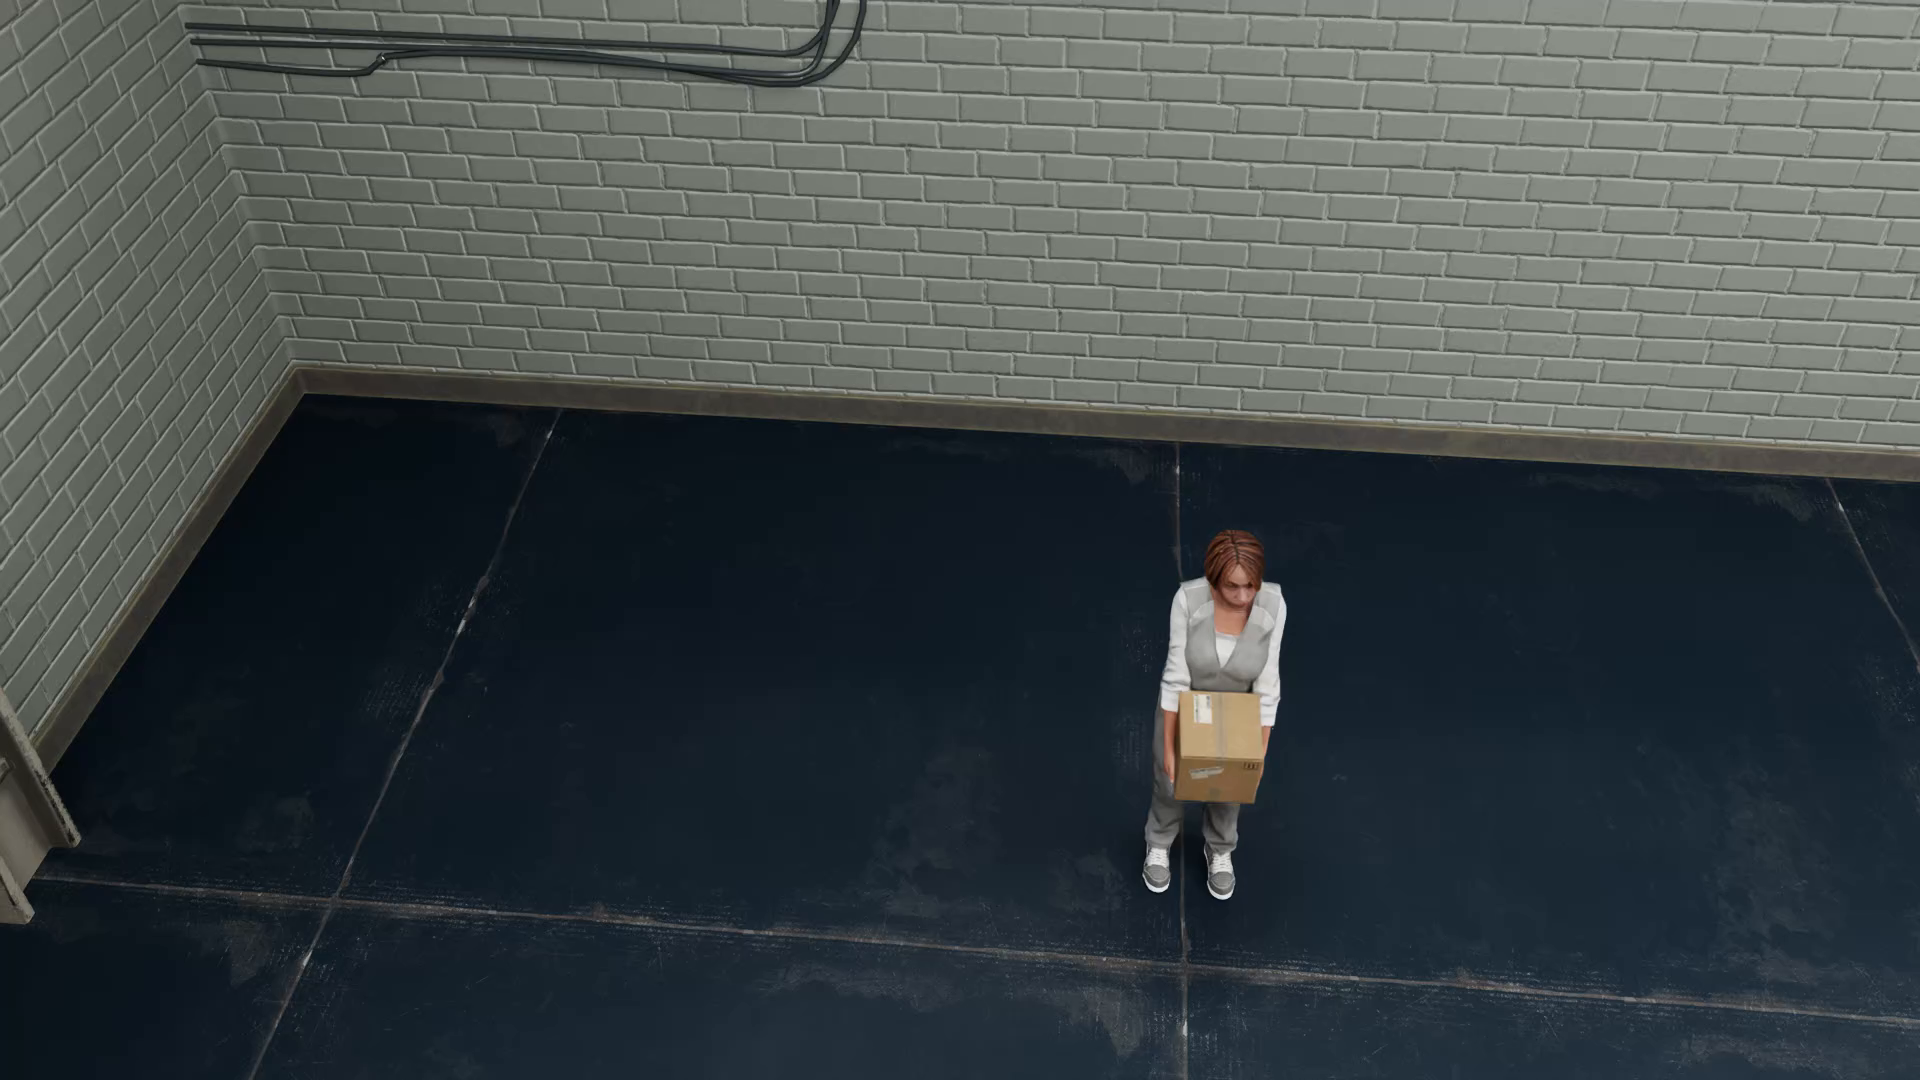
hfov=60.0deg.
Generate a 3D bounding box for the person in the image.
[{"bbox_3d":[0.826,0.622,5.445,0.375,1.596,0.507,3,41,3],"label":"person"}]
